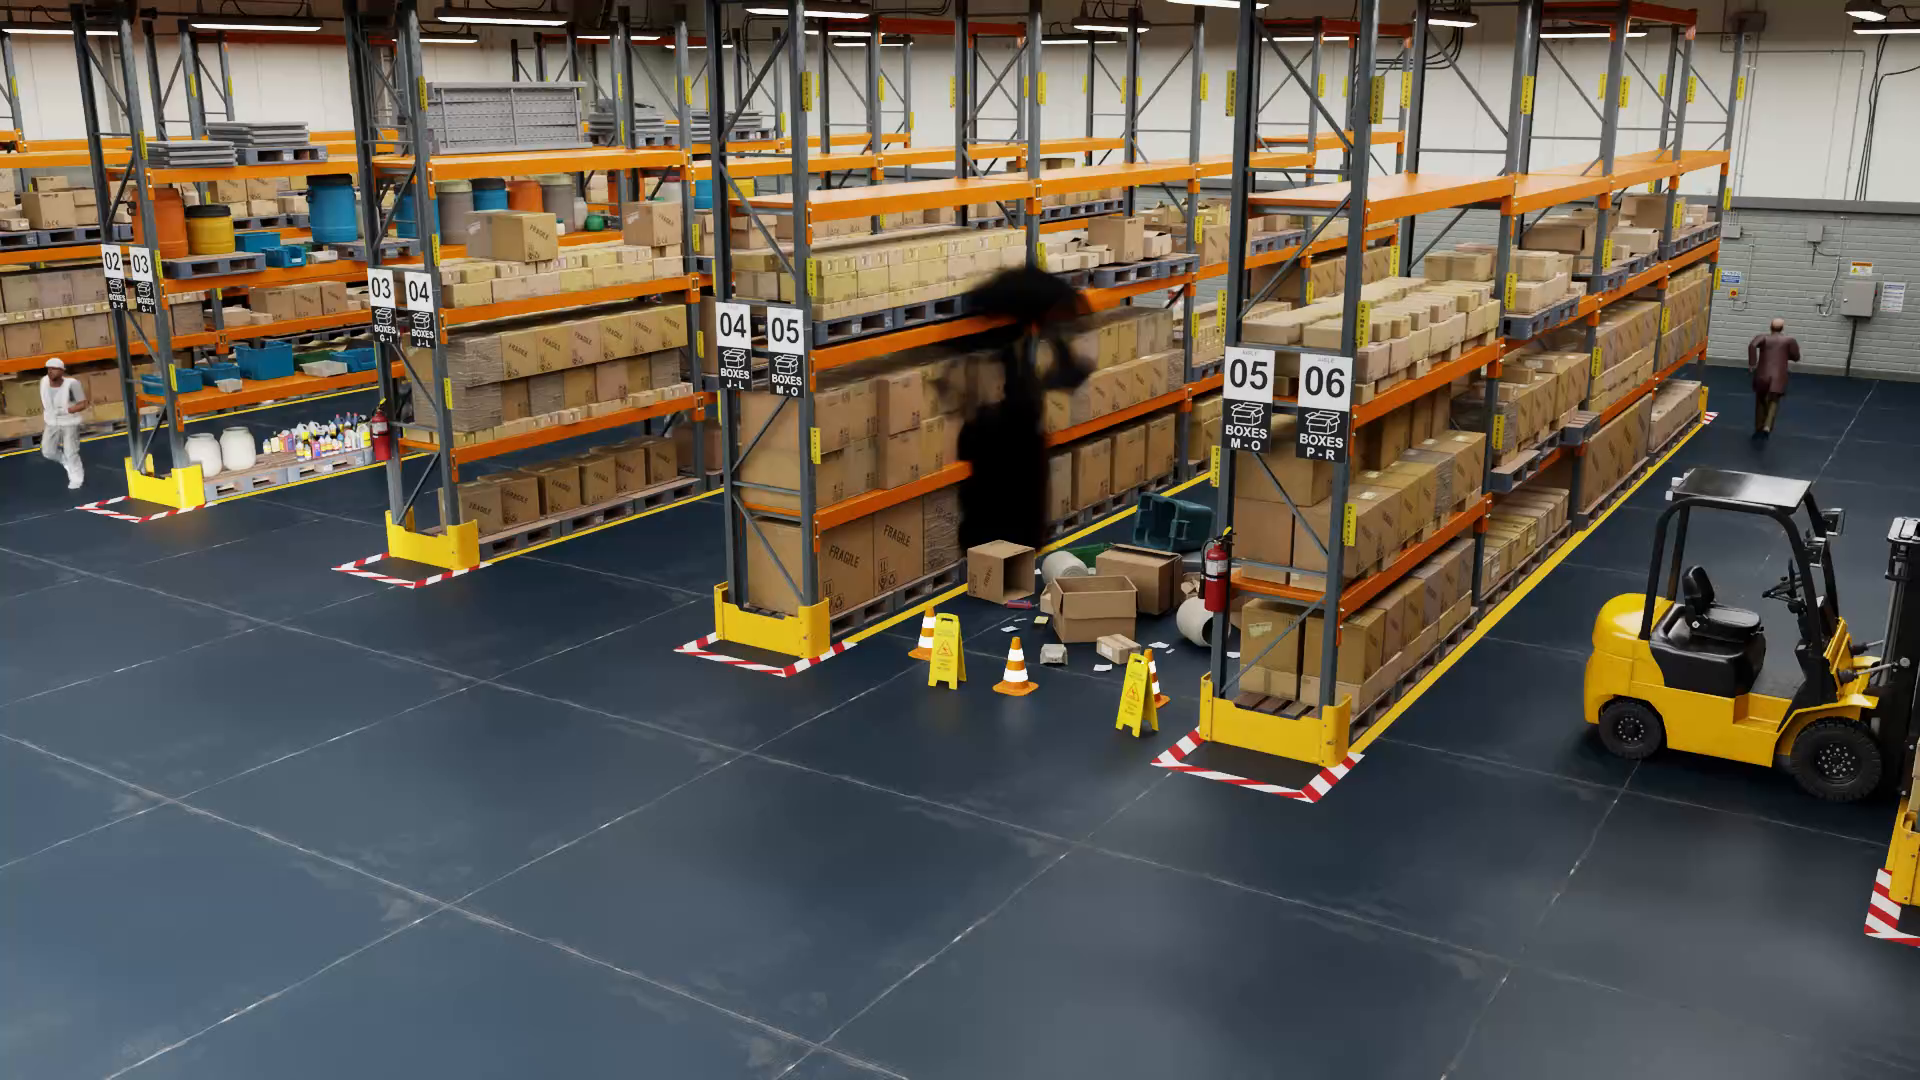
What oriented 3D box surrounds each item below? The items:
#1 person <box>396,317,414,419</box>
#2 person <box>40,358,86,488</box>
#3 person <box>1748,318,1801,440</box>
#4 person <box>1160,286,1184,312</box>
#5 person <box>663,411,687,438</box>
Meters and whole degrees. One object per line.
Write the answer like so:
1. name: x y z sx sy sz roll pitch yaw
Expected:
1. person: -8.765 -2.690 25.817 0.569 1.661 0.554 13 20 38
2. person: -11.507 -1.473 21.272 0.679 1.729 0.617 1 16 3
3. person: 11.815 -2.304 24.231 0.706 1.833 1.028 7 17 24
4. person: 3.625 -3.467 28.432 0.655 1.774 0.845 9 18 30
5. person: -4.187 -2.283 24.142 0.712 1.776 0.955 5 16 17
